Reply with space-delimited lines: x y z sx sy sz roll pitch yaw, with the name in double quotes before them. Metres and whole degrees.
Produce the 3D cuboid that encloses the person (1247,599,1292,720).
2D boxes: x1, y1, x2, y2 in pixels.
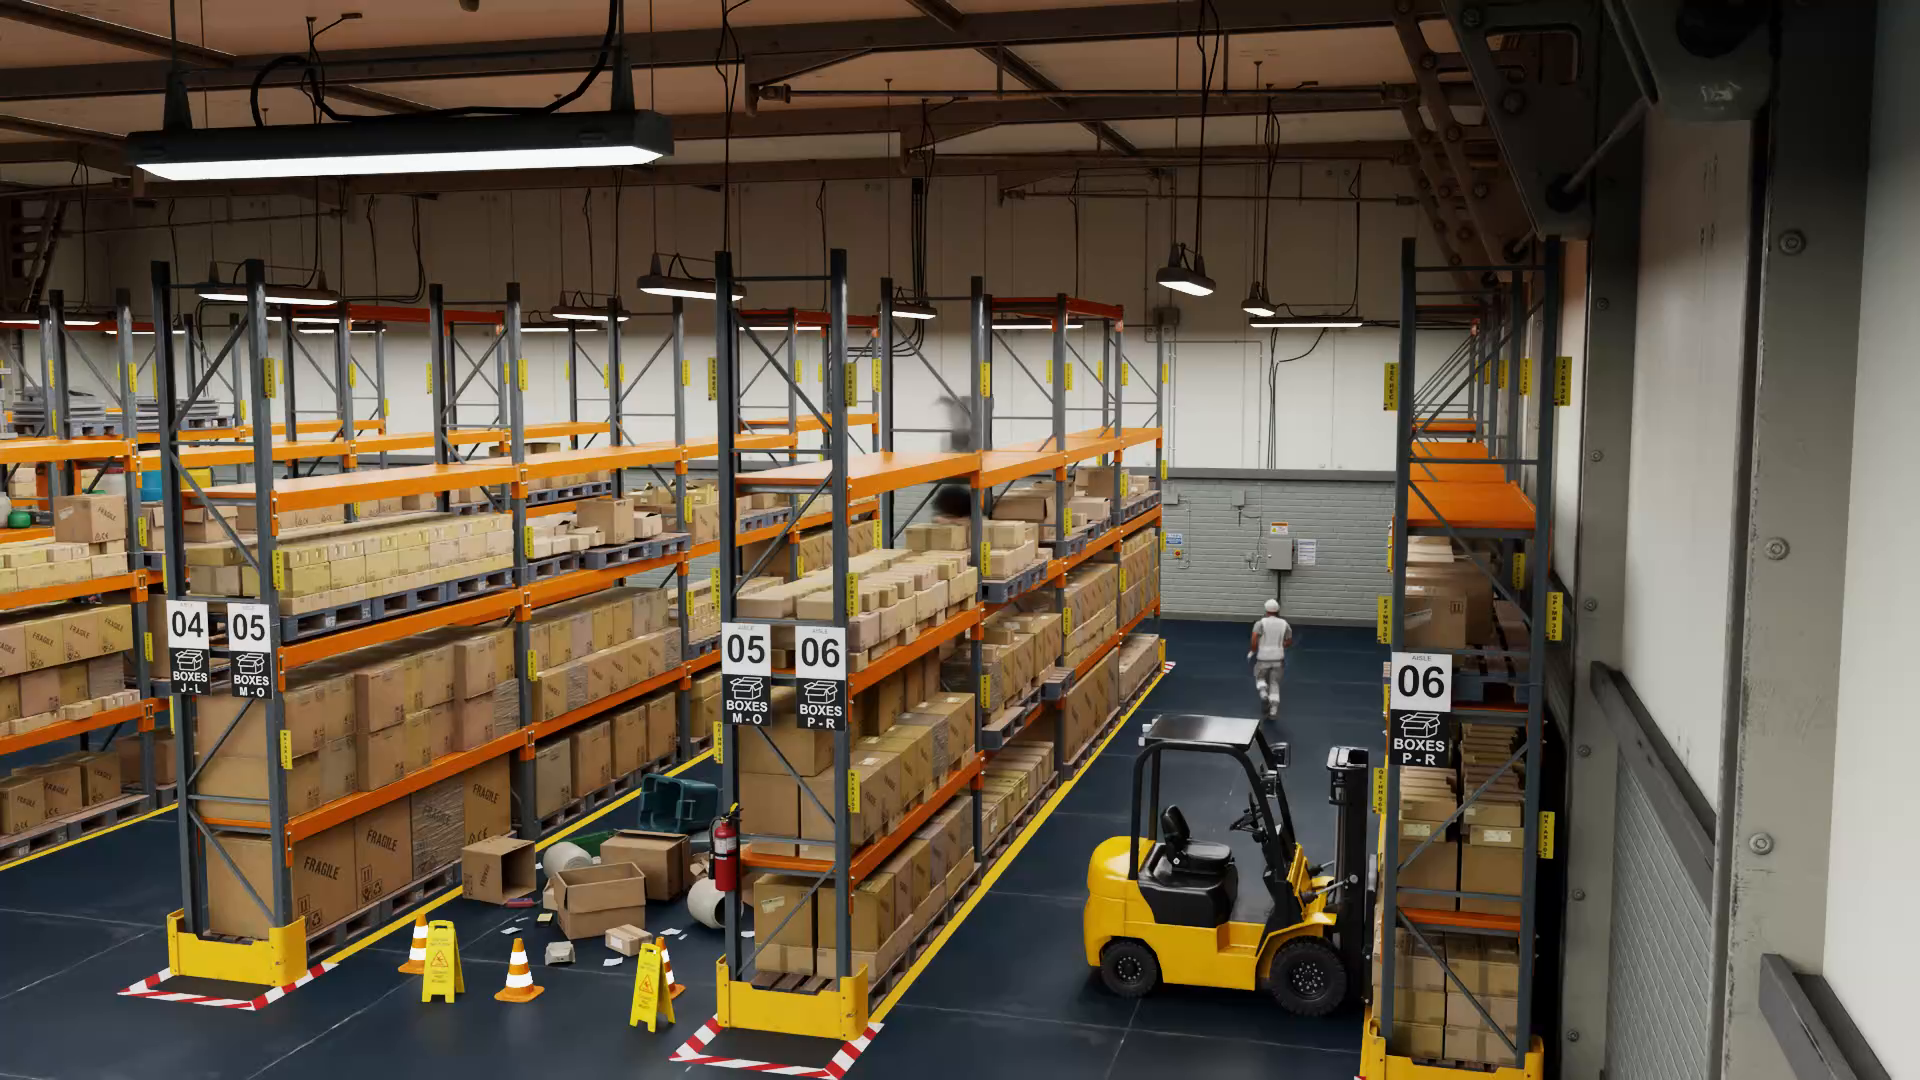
"person" 4.510 1.725 24.330 0.661 1.734 0.642 0 6 -3
